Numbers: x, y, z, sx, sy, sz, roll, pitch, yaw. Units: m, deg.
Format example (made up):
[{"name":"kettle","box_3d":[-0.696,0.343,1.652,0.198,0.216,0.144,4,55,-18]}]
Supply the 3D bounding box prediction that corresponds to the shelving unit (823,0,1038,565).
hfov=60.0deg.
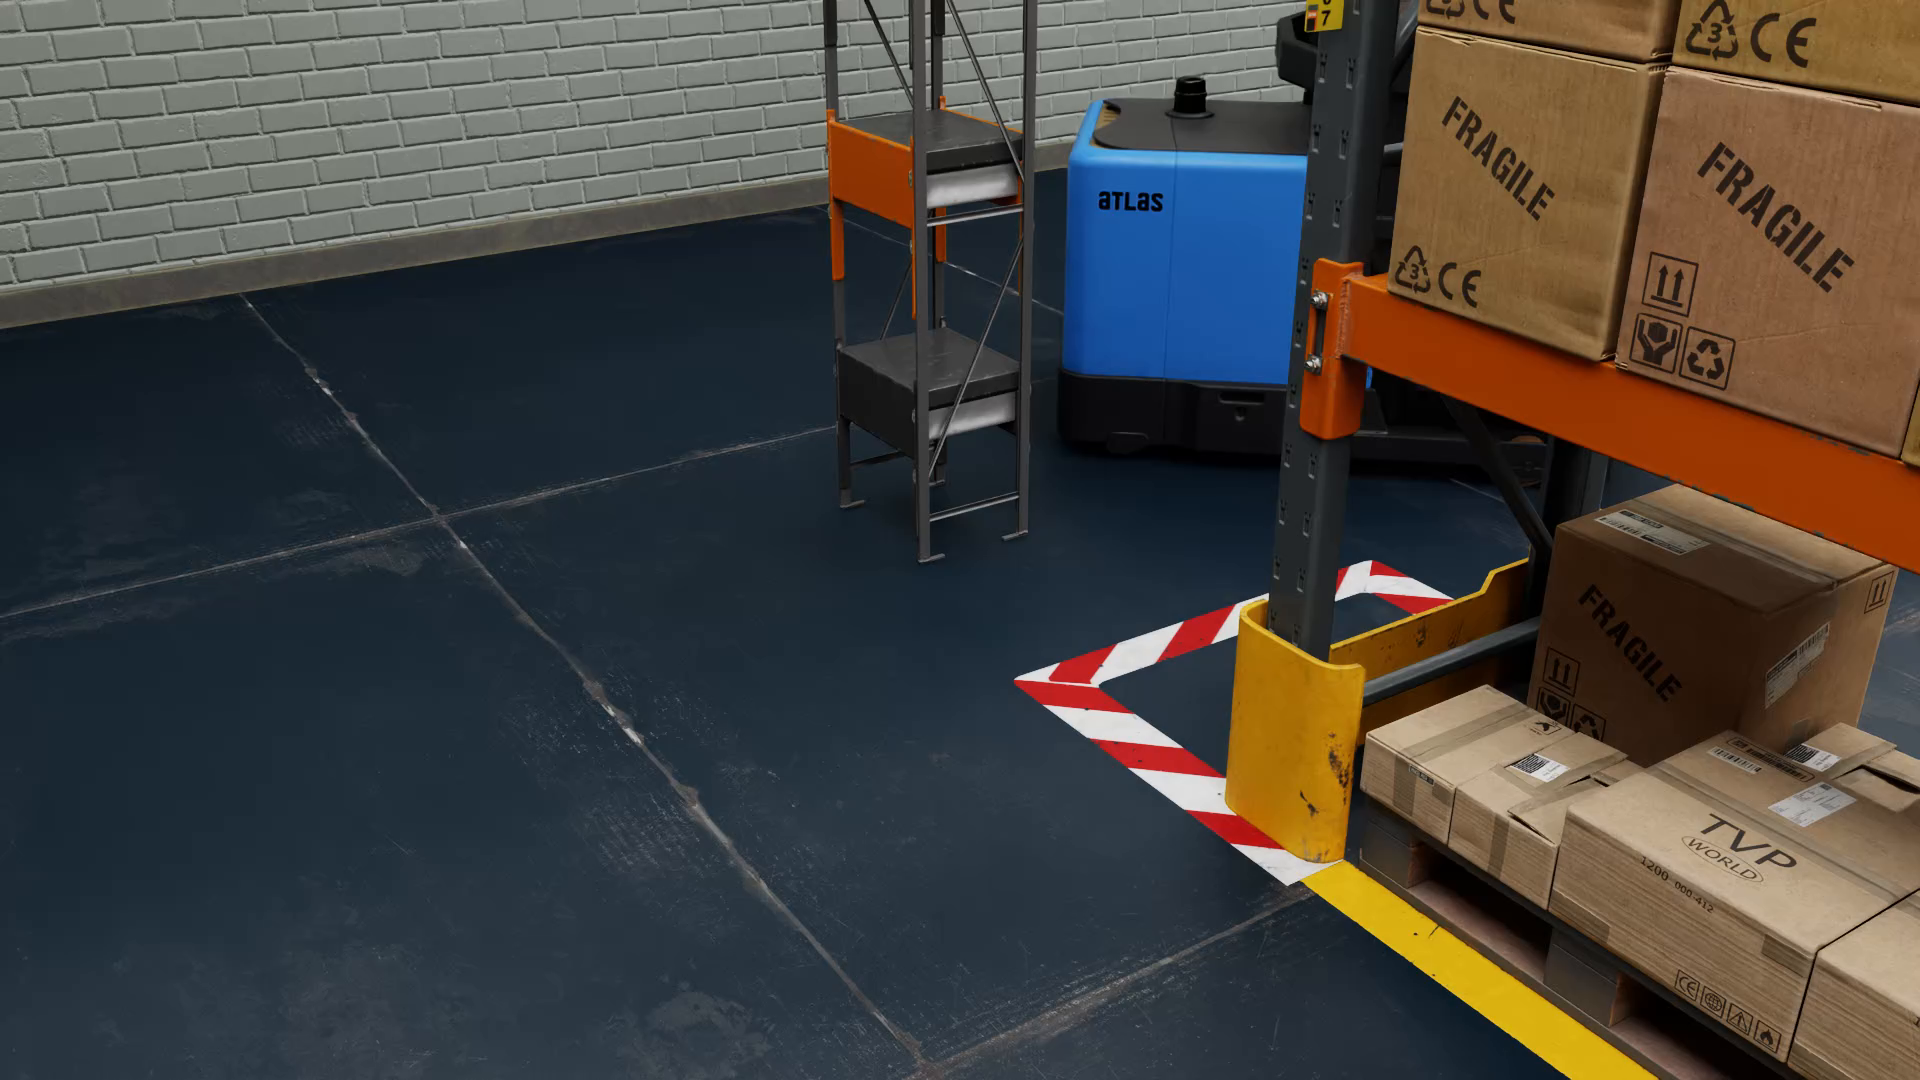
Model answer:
[{"name":"shelving unit","box_3d":[-0.090,-1.009,4.927,0.431,2.100,0.503,-16,29,-30]}]

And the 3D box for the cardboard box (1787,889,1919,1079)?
[{"name":"cardboard box","box_3d":[1.749,0.816,2.713,0.500,0.250,0.500,-16,29,-30]}]

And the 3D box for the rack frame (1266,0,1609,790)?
[{"name":"rack frame","box_3d":[1.144,-0.847,3.530,1.000,3.000,0.127,-16,29,-30]}]

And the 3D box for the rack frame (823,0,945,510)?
[{"name":"rack frame","box_3d":[-0.224,-1.096,5.112,0.400,2.100,0.015,-16,29,-30]}]

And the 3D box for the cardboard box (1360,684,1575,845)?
[{"name":"cardboard box","box_3d":[1.085,0.473,3.558,0.380,0.149,0.250,-16,29,-30]}]

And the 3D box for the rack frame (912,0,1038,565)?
[{"name":"rack frame","box_3d":[0.043,-0.921,4.742,0.400,2.100,0.015,-16,29,-30]}]

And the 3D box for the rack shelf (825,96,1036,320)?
[{"name":"rack shelf","box_3d":[-0.090,-0.996,4.933,0.431,0.518,0.480,-16,29,-30]}]

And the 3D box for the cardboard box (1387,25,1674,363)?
[{"name":"cardboard box","box_3d":[1.165,-0.672,3.042,0.500,0.500,0.500,-15,29,-29]}]

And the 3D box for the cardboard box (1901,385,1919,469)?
[{"name":"cardboard box","box_3d":[1.723,-0.308,2.272,0.500,0.500,0.500,-16,29,-30]}]

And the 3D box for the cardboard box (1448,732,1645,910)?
[{"name":"cardboard box","box_3d":[1.221,0.555,3.365,0.380,0.166,0.250,-16,29,-30]}]

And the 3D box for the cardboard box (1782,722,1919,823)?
[{"name":"cardboard box","box_3d":[1.793,0.538,3.399,0.380,0.166,0.250,-16,29,-30]}]

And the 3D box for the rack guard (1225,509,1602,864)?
[{"name":"rack guard","box_3d":[1.186,0.311,4.006,1.175,0.500,0.348,-16,29,-30]}]

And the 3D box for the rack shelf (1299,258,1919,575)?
[{"name":"rack shelf","box_3d":[2.236,0.194,2.168,1.077,0.370,4.000,-16,29,-30]}]

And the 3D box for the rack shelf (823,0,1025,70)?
[{"name":"rack shelf","box_3d":[-0.090,-1.629,4.634,0.431,0.518,0.480,-16,29,-30]}]

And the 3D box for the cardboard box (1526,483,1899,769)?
[{"name":"cardboard box","box_3d":[1.647,0.222,3.679,0.500,0.500,0.500,-16,29,-30]}]

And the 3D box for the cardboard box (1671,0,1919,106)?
[{"name":"cardboard box","box_3d":[1.457,-0.939,2.437,0.500,0.500,0.500,-15,29,-29]}]

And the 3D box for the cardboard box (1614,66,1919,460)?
[{"name":"cardboard box","box_3d":[1.452,-0.489,2.654,0.500,0.500,0.500,-16,30,-30]}]

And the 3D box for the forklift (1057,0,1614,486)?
[{"name":"forklift","box_3d":[1.904,-1.741,5.505,3.031,2.935,1.130,4,25,7]}]

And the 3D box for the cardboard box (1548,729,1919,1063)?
[{"name":"cardboard box","box_3d":[1.476,0.637,3.092,0.500,0.250,0.500,-16,29,-30]}]

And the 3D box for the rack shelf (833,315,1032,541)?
[{"name":"rack shelf","box_3d":[-0.090,-0.363,5.232,0.431,0.518,0.480,-16,29,-30]}]

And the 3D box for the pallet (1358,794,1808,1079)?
[{"name":"pallet","box_3d":[1.622,0.726,3.464,1.003,0.211,1.213,-16,29,-30]}]

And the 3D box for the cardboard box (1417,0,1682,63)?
[{"name":"cardboard box","box_3d":[1.165,-1.124,2.829,0.500,0.500,0.500,-15,29,-28]}]

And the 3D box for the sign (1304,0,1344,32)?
[{"name":"sign","box_3d":[0.690,-1.112,3.077,0.100,0.325,0.005,-16,29,-30]}]
